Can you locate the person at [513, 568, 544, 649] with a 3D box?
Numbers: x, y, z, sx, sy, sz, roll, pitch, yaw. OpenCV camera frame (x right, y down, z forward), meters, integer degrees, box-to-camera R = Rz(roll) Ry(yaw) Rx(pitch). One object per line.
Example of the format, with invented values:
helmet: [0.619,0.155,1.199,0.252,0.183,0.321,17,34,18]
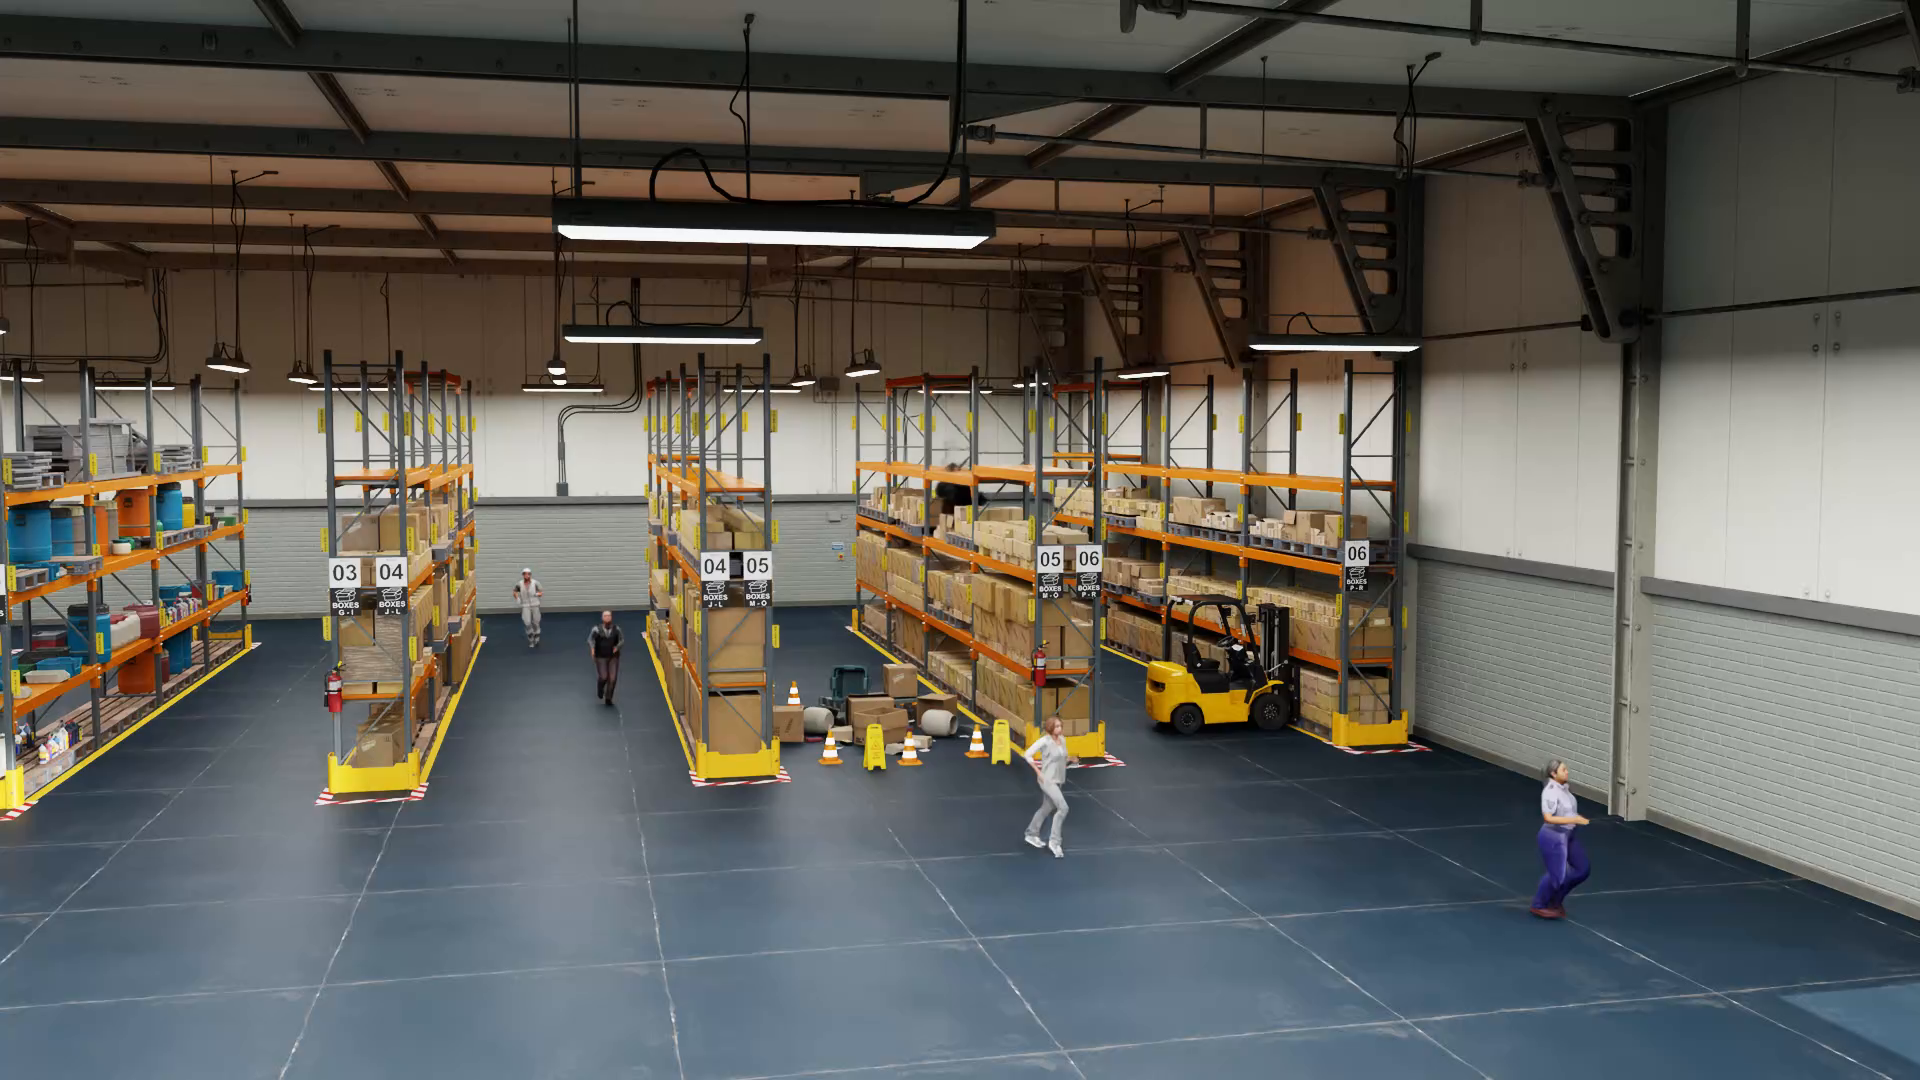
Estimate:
person: [-9.653,1.537,37.236,0.652,1.818,0.727,-1,4,-16]

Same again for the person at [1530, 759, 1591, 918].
person: [6.080,3.028,16.758,0.603,1.636,0.588,3,5,41]

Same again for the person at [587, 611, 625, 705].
person: [-6.277,2.105,29.594,0.652,1.678,0.569,-1,4,-19]

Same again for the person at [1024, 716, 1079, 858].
person: [1.072,2.867,19.410,0.707,1.646,0.507,3,5,35]
